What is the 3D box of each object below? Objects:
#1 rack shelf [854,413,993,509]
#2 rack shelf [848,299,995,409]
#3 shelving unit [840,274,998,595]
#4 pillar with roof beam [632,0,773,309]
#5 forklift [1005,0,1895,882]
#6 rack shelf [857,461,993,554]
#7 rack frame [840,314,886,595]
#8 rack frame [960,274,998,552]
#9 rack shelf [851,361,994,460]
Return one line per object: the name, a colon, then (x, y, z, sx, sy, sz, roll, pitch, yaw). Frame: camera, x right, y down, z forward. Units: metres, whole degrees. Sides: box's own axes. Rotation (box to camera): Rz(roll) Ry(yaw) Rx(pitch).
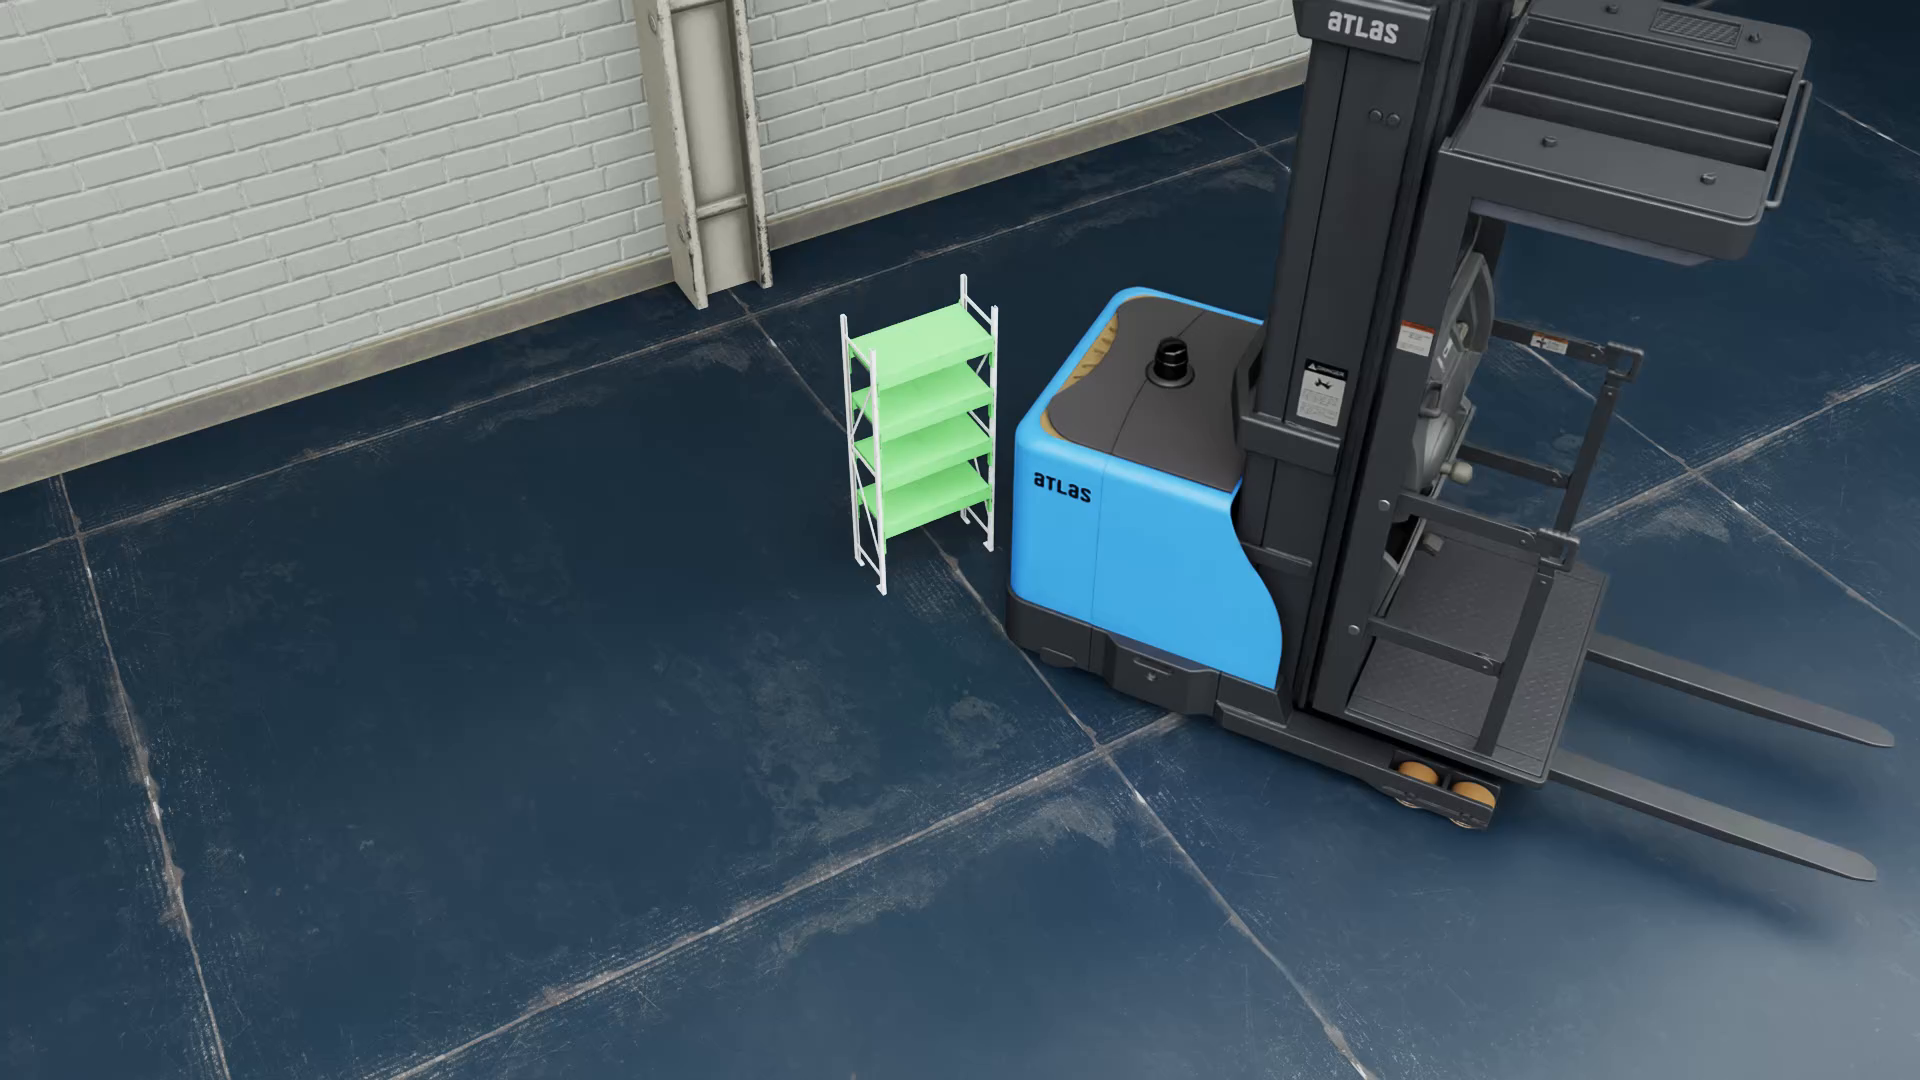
rack shelf: (-0.144, -0.327, 6.317, 0.480, 0.148, 0.258, -22, 48, -21)
rack shelf: (-0.144, -0.672, 5.983, 0.480, 0.148, 0.258, -22, 48, -21)
shelving unit: (-0.144, -0.373, 6.273, 0.503, 1.200, 0.258, -22, 48, -21)
pillar with roof beam: (0.998, -1.881, 2.227, 0.400, 9.000, 9.100, -22, 48, -21)
forklift: (1.723, -0.485, 5.145, 3.031, 2.935, 1.130, 19, 47, 19)
rack shelf: (-0.144, -0.155, 6.485, 0.480, 0.148, 0.258, -22, 48, -21)
rack frame: (-0.355, -0.288, 6.186, 0.015, 1.200, 0.240, -22, 48, -21)
rack frame: (0.068, -0.458, 6.360, 0.015, 1.200, 0.240, -22, 48, -21)
rack shelf: (-0.144, -0.499, 6.150, 0.480, 0.148, 0.258, -22, 48, -21)
